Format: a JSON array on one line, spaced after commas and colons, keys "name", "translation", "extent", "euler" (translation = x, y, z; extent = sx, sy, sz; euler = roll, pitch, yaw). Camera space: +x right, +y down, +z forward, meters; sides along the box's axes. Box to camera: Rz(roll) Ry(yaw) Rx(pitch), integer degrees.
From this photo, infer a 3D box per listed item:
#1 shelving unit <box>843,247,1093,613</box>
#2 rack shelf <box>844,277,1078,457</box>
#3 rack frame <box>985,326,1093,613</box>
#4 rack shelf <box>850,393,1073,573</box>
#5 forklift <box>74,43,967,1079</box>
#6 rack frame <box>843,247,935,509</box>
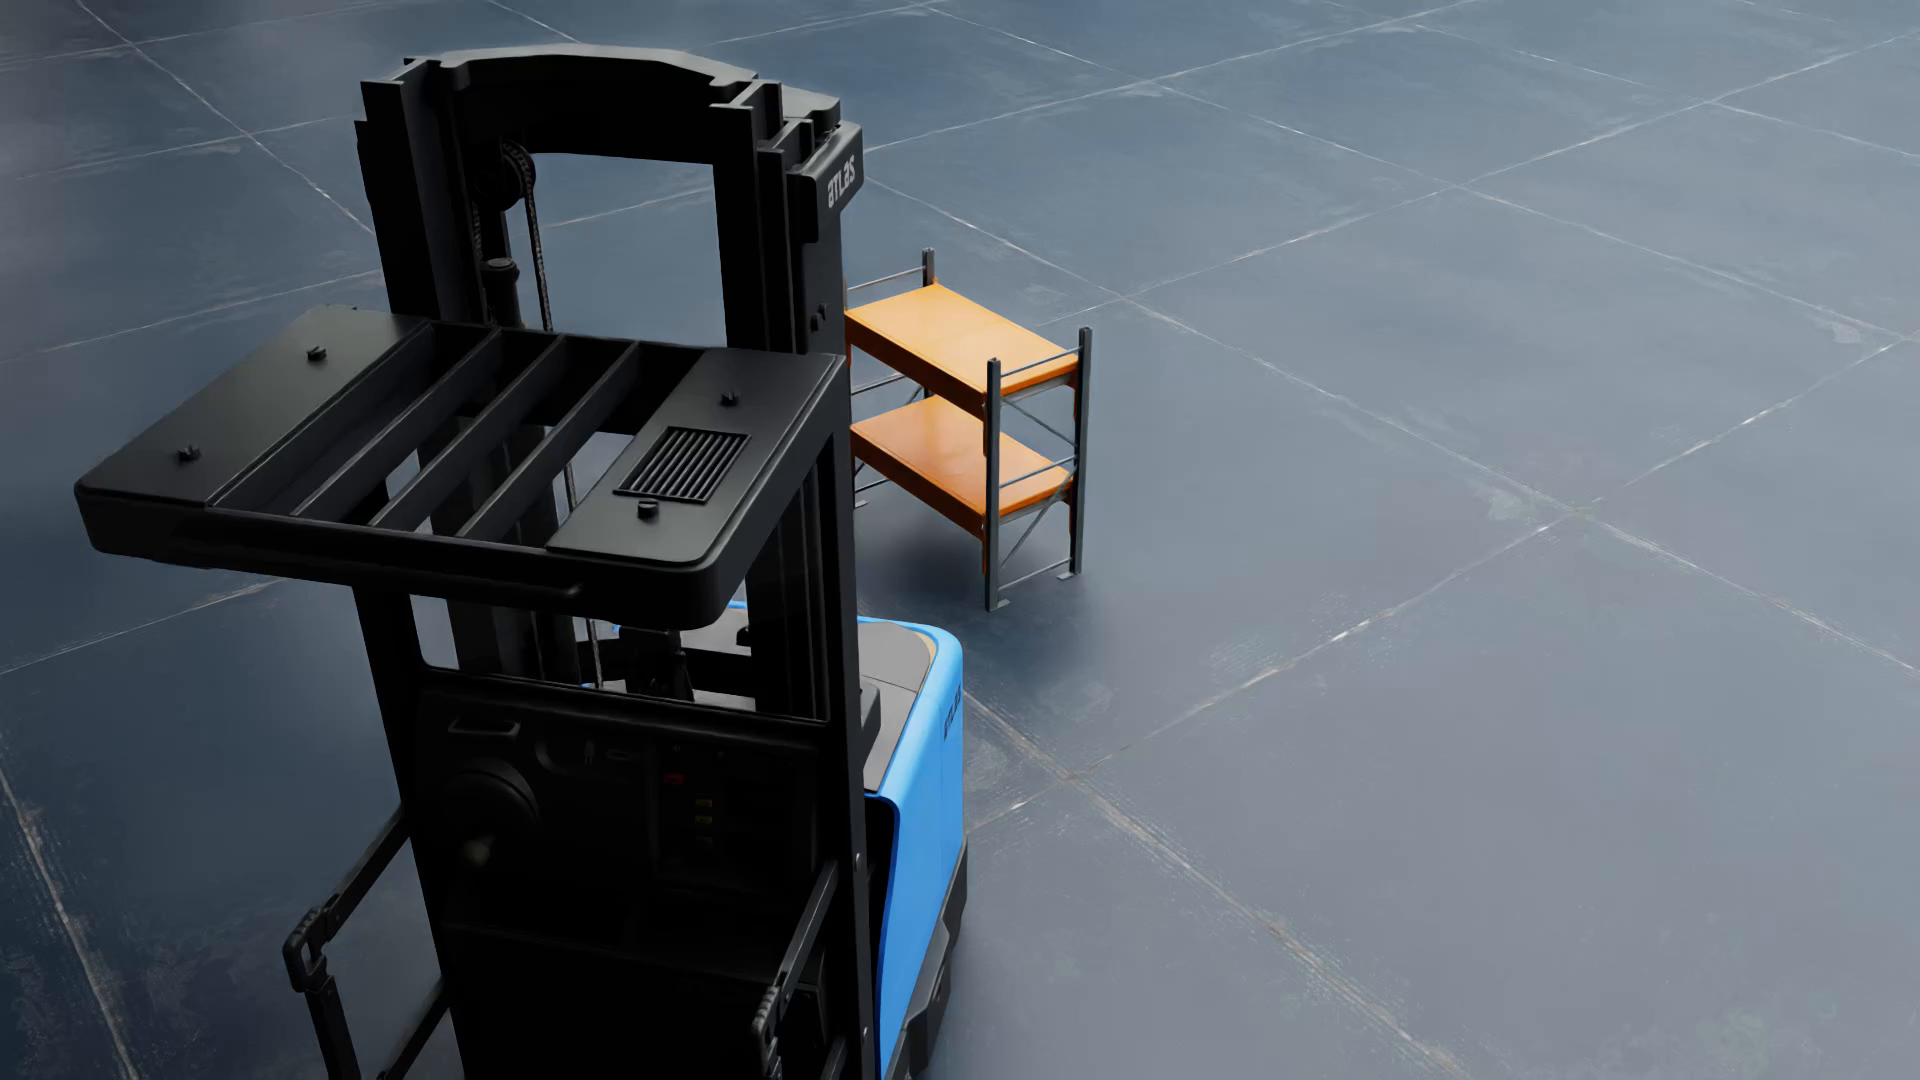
[{"name": "shelving unit", "translation": [-0.004, -0.481, 6.958], "extent": [0.538, 1.125, 1.048], "euler": [-22, 38, -31]}, {"name": "rack shelf", "translation": [-0.004, -0.729, 6.803], "extent": [0.538, 0.278, 1.000], "euler": [-22, 38, -31]}, {"name": "rack frame", "translation": [0.308, -0.269, 6.617], "extent": [0.500, 1.125, 0.032], "euler": [-22, 38, -31]}, {"name": "rack shelf", "translation": [-0.004, -0.273, 7.087], "extent": [0.538, 0.278, 1.000], "euler": [-22, 38, -31]}, {"name": "forklift", "translation": [-0.804, 0.623, 3.469], "extent": [1.130, 2.935, 3.031], "euler": [7, 32, 11]}, {"name": "rack frame", "translation": [-0.316, -0.693, 7.299], "extent": [0.500, 1.125, 0.032], "euler": [-22, 38, -31]}]
